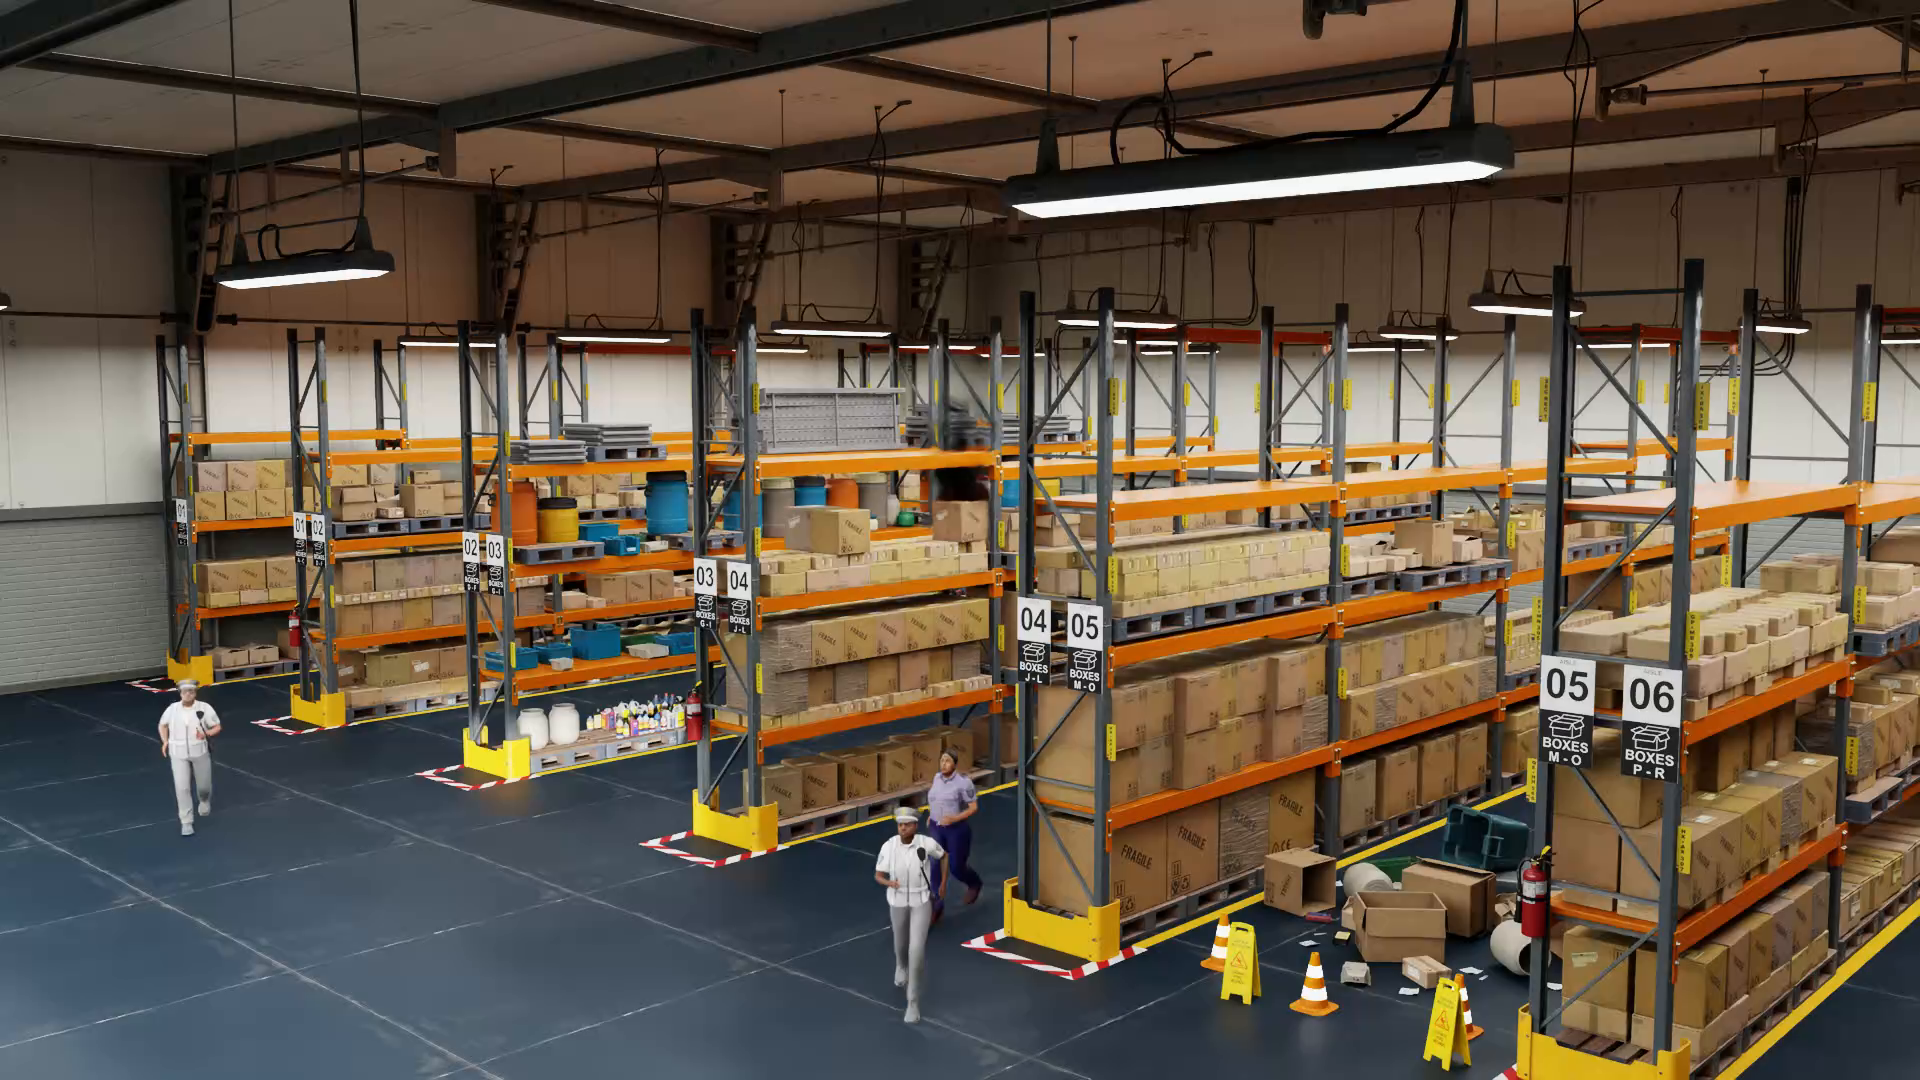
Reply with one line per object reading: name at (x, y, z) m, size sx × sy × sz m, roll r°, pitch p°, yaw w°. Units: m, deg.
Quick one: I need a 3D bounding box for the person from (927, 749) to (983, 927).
person at (-0.093, 2.845, 16.109) m, size 0.597 × 1.635 × 0.849 m, roll 3°, pitch 6°, yaw 30°

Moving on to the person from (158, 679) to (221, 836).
person at (-8.933, 2.470, 19.300) m, size 0.674 × 1.752 × 0.921 m, roll -2°, pitch 6°, yaw -22°

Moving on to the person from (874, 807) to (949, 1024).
person at (-0.397, 3.031, 13.819) m, size 0.586 × 1.736 × 0.901 m, roll 1°, pitch 5°, yaw 8°

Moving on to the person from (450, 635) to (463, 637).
person at (-8.783, 1.629, 29.102) m, size 0.543 × 1.576 × 0.877 m, roll 4°, pitch 7°, yaw 37°
